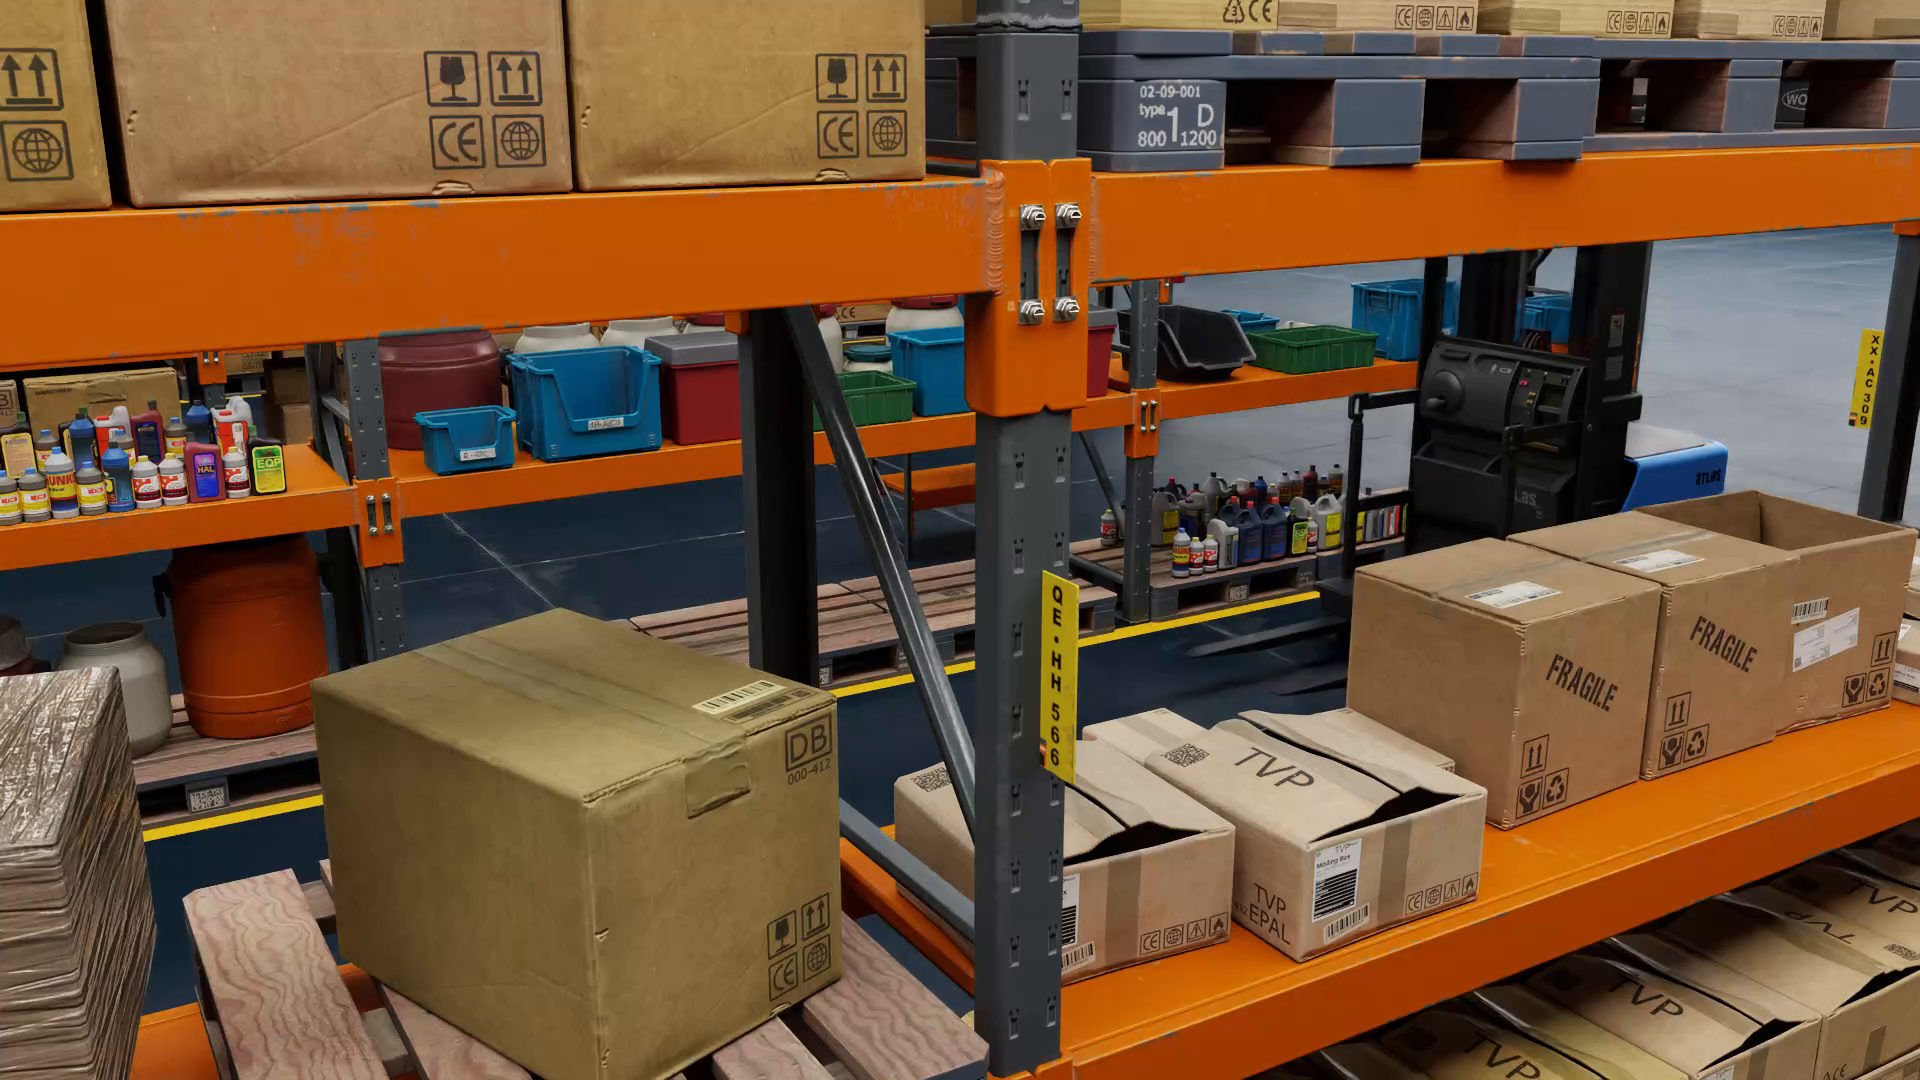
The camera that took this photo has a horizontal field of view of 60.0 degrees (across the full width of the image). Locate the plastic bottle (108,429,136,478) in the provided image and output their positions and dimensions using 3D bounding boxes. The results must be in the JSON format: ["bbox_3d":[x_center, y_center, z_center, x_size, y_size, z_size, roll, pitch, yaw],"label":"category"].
[{"bbox_3d":[-3.537,-0.365,7.024,0.097,0.201,0.097,0,16,0],"label":"plastic bottle"}]

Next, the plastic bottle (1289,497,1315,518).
[{"bbox_3d":[2.079,-0.126,10.032,0.135,0.276,0.152,-9,18,-30],"label":"plastic bottle"}]

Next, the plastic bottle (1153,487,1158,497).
[{"bbox_3d":[1.149,-0.186,10.107,0.185,0.351,0.144,-10,18,-31],"label":"plastic bottle"}]

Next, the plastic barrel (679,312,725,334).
[{"bbox_3d":[-1.187,-0.914,8.362,0.433,0.535,0.433,0,16,0],"label":"plastic barrel"}]

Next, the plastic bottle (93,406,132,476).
[{"bbox_3d":[-3.617,-0.428,7.108,0.135,0.276,0.152,-9,18,-30],"label":"plastic bottle"}]

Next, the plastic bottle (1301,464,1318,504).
[{"bbox_3d":[2.256,-0.346,10.804,0.133,0.283,0.061,-9,18,-29],"label":"plastic bottle"}]

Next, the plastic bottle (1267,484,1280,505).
[{"bbox_3d":[1.995,-0.258,10.643,0.097,0.201,0.097,0,16,0],"label":"plastic bottle"}]

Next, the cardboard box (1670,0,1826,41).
[{"bbox_3d":[1.623,-1.269,3.823,0.500,0.250,0.500,-11,19,-34],"label":"cardboard box"}]

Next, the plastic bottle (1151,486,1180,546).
[{"bbox_3d":[1.223,-0.152,9.988,0.185,0.351,0.144,-9,18,-30],"label":"plastic bottle"}]

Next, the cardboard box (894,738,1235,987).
[{"bbox_3d":[0.199,0.612,3.335,0.500,0.311,0.500,-8,18,-26],"label":"cardboard box"}]

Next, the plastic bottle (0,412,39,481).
[{"bbox_3d":[-3.954,-0.391,6.964,0.133,0.283,0.061,-9,18,-30],"label":"plastic bottle"}]

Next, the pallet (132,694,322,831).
[{"bbox_3d":[-3.338,0.925,7.219,1.213,0.211,1.003,-9,18,-30],"label":"pallet"}]

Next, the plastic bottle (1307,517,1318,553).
[{"bbox_3d":[2.067,-0.034,9.843,0.097,0.201,0.097,0,16,0],"label":"plastic bottle"}]

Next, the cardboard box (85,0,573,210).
[{"bbox_3d":[-0.929,-0.744,2.263,0.500,0.500,0.910,-9,18,-30],"label":"cardboard box"}]

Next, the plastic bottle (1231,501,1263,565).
[{"bbox_3d":[1.651,-0.046,9.608,0.185,0.351,0.144,-9,18,-28],"label":"plastic bottle"}]

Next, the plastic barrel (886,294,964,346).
[{"bbox_3d":[-0.188,-1.076,8.940,0.433,0.535,0.433,0,16,0],"label":"plastic barrel"}]

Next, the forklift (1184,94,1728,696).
[{"bbox_3d":[2.549,-0.786,8.284,3.031,2.935,1.130,-10,18,-31],"label":"forklift"}]

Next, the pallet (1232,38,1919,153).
[{"bbox_3d":[1.357,-1.015,3.766,1.213,0.211,1.003,-8,18,-27],"label":"pallet"}]

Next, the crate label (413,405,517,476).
[{"bbox_3d":[-2.129,-0.428,7.191,0.416,0.233,0.303,-9,18,-30],"label":"crate label"}]

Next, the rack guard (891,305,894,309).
[{"bbox_3d":[-0.824,-2.756,19.817,0.348,0.500,1.175,-9,18,-30],"label":"rack guard"}]

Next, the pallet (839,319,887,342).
[{"bbox_3d":[-1.490,-2.485,19.383,1.213,0.211,1.003,-9,18,-30],"label":"pallet"}]

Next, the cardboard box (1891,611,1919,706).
[{"bbox_3d":[2.634,0.283,4.592,0.258,0.266,0.396,-10,18,-31],"label":"cardboard box"}]

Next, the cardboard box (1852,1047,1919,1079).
[{"bbox_3d":[2.214,1.441,4.528,0.500,0.250,0.500,-9,18,-28],"label":"cardboard box"}]

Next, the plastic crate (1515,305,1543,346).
[{"bbox_3d":[3.340,-1.350,10.443,0.408,0.251,0.499,-9,18,-30],"label":"plastic crate"}]

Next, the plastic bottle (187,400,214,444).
[{"bbox_3d":[-3.334,-0.480,7.303,0.097,0.271,0.097,0,16,0],"label":"plastic bottle"}]

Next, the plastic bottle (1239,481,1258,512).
[{"bbox_3d":[1.787,-0.222,10.362,0.133,0.283,0.061,-9,18,-30],"label":"plastic bottle"}]

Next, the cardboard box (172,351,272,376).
[{"bbox_3d":[-7.134,-2.027,15.975,0.750,0.750,1.050,-9,18,-30],"label":"cardboard box"}]

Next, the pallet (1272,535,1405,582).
[{"bbox_3d":[2.389,-0.005,10.536,1.213,0.211,1.003,-9,18,-30],"label":"pallet"}]

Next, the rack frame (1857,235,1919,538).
[{"bbox_3d":[3.293,0.053,5.162,0.127,3.000,1.000,-9,18,-30],"label":"rack frame"}]

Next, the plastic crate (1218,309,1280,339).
[{"bbox_3d":[1.554,-1.238,10.045,0.616,0.251,0.499,-9,18,-30],"label":"plastic crate"}]

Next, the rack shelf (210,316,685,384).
[{"bbox_3d":[-3.520,-1.615,12.445,4.000,0.370,1.077,-9,18,-30],"label":"rack shelf"}]

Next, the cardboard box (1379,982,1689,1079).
[{"bbox_3d":[1.349,1.311,3.953,0.500,0.311,0.500,-10,18,-31],"label":"cardboard box"}]

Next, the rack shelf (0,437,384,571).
[{"bbox_3d":[-4.398,0.087,6.374,4.000,0.370,1.077,-9,18,-30],"label":"rack shelf"}]

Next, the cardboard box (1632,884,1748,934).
[{"bbox_3d":[1.936,1.046,4.900,0.500,0.311,0.500,-10,18,-32],"label":"cardboard box"}]

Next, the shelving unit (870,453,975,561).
[{"bbox_3d":[-0.006,-0.541,10.755,1.048,1.125,0.538,-9,18,-30],"label":"shelving unit"}]

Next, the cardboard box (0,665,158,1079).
[{"bbox_3d":[-1.500,0.556,2.407,0.500,0.500,0.700,-6,17,-19],"label":"cardboard box"}]

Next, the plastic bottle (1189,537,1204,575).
[{"bbox_3d":[1.331,0.085,9.417,0.097,0.201,0.097,0,16,0],"label":"plastic bottle"}]

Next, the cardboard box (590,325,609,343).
[{"bbox_3d":[-3.698,-2.651,17.968,0.875,0.875,0.875,-9,18,-29],"label":"cardboard box"}]

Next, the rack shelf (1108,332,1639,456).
[{"bbox_3d":[2.460,-1.025,10.341,4.000,0.370,1.077,-9,18,-30],"label":"rack shelf"}]

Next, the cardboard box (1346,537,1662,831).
[{"bbox_3d":[1.294,0.324,4.010,0.500,0.500,0.500,-10,19,-33],"label":"cardboard box"}]

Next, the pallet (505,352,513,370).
[{"bbox_3d":[-4.896,-1.933,17.415,1.213,0.211,1.003,-9,18,-30],"label":"pallet"}]

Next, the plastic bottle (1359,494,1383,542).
[{"bbox_3d":[2.476,-0.145,10.100,0.135,0.276,0.152,-10,18,-31],"label":"plastic bottle"}]

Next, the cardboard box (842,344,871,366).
[{"bbox_3d":[-0.955,-1.365,14.076,0.500,0.500,0.500,-3,16,-12],"label":"cardboard box"}]

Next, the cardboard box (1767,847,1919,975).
[{"bbox_3d":[2.651,1.102,4.700,0.500,0.311,0.500,-9,18,-28],"label":"cardboard box"}]

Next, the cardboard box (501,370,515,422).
[{"bbox_3d":[-3.241,-1.027,12.833,0.500,0.500,0.700,-11,19,-34],"label":"cardboard box"}]

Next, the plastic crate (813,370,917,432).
[{"bbox_3d":[-0.602,-0.684,8.184,0.662,0.188,0.450,-9,18,-30],"label":"plastic crate"}]

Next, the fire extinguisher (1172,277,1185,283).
[{"bbox_3d":[1.959,-2.667,15.010,0.183,0.674,0.296,-9,18,-30],"label":"fire extinguisher"}]

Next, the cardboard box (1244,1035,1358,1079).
[{"bbox_3d":[0.629,1.258,4.143,0.500,0.311,0.500,-10,18,-31],"label":"cardboard box"}]

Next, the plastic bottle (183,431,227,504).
[{"bbox_3d":[-3.008,-0.294,6.617,0.133,0.283,0.061,-9,18,-30],"label":"plastic bottle"}]

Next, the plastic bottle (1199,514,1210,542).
[{"bbox_3d":[1.452,-0.016,9.626,0.133,0.283,0.061,-9,18,-30],"label":"plastic bottle"}]

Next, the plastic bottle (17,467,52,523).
[{"bbox_3d":[-3.534,-0.175,6.345,0.097,0.201,0.097,0,16,0],"label":"plastic bottle"}]

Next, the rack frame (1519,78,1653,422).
[{"bbox_3d":[4.174,-1.649,11.236,0.127,3.000,1.000,-9,18,-30],"label":"rack frame"}]

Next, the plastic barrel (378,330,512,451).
[{"bbox_3d":[-2.442,-0.737,7.730,0.708,0.536,0.600,-9,18,-30],"label":"plastic barrel"}]

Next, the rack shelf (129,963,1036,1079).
[{"bbox_3d":[-1.850,1.234,2.283,4.000,0.370,1.077,-9,18,-30],"label":"rack shelf"}]

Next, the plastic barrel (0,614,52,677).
[{"bbox_3d":[-4.062,0.651,6.721,0.708,0.588,0.600,-9,18,-30],"label":"plastic barrel"}]

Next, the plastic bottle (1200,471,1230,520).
[{"bbox_3d":[1.590,-0.257,10.363,0.185,0.351,0.144,-9,18,-30],"label":"plastic bottle"}]

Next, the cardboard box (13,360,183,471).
[{"bbox_3d":[-5.836,-0.771,11.262,0.875,0.875,1.225,-10,19,-32],"label":"cardboard box"}]

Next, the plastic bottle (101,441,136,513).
[{"bbox_3d":[-3.283,-0.249,6.480,0.097,0.271,0.097,0,16,0],"label":"plastic bottle"}]

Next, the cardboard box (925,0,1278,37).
[{"bbox_3d":[0.224,-1.041,3.008,0.500,0.250,0.500,-11,19,-34],"label":"cardboard box"}]

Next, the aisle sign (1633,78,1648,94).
[{"bbox_3d":[4.389,-2.842,10.675,0.004,0.787,0.394,-9,18,-30],"label":"aisle sign"}]
